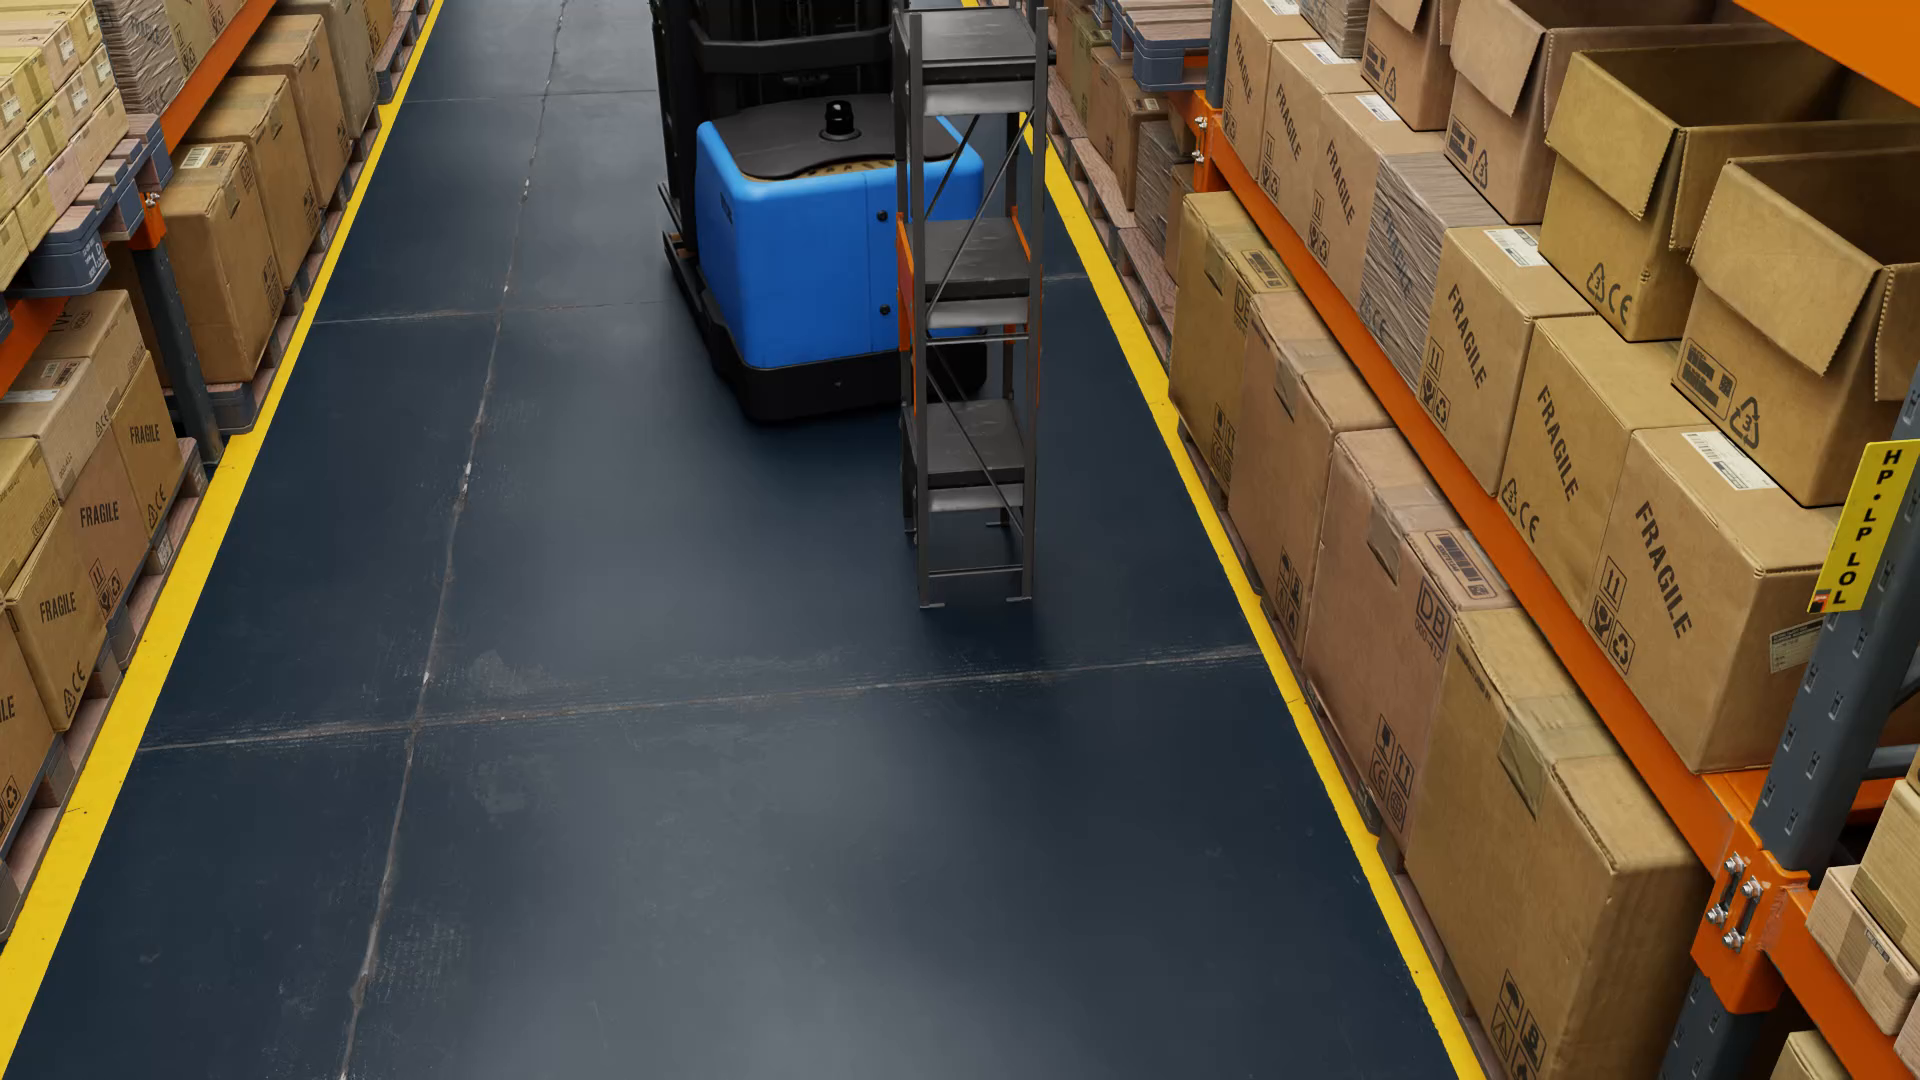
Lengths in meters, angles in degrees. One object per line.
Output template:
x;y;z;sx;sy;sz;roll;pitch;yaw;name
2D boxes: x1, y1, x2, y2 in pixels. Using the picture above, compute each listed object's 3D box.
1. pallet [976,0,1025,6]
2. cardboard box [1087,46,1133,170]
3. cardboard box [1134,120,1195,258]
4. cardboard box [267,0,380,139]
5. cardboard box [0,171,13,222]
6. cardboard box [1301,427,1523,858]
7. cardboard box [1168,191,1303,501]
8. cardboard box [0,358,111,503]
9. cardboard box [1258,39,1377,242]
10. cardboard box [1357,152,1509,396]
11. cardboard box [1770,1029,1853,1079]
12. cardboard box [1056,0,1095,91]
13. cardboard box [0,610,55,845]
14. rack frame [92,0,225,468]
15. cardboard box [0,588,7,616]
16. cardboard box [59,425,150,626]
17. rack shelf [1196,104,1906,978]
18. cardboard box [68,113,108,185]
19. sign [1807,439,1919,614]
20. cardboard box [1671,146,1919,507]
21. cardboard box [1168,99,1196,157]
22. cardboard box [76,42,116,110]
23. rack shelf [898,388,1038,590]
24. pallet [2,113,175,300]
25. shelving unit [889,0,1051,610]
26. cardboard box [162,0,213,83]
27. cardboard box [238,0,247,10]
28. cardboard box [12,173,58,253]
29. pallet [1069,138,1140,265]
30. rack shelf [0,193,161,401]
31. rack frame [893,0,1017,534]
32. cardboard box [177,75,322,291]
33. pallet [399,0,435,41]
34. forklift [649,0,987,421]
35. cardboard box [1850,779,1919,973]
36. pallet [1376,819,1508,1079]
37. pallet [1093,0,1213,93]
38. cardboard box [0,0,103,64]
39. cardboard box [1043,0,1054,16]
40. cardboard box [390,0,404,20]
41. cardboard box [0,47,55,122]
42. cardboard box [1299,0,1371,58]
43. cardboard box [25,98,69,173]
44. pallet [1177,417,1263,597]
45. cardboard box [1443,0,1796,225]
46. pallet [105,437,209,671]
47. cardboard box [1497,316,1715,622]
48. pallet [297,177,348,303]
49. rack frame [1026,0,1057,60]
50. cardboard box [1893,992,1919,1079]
0.613;-3.985;11.910;1.003;0.211;1.213;-4;35;-6;pallet
1.088;-2.307;8.801;0.700;0.500;0.500;-7;35;-10;cardboard box
1.247;-1.680;7.881;0.700;0.500;0.500;-7;35;-10;cardboard box
-3.850;-2.668;9.126;1.050;0.750;0.750;-5;35;-7;cardboard box
-2.827;-0.908;4.505;0.380;0.149;0.250;-5;35;-7;cardboard box
1.755;0.232;4.760;1.225;0.875;0.875;-6;35;-8;cardboard box
1.516;-0.759;6.214;1.225;0.875;0.875;-6;35;-9;cardboard box
-3.054;-0.339;5.264;0.500;0.250;0.500;-4;34;-6;cardboard box
1.311;-1.312;5.423;0.500;0.500;0.500;-5;35;-8;cardboard box
1.449;-0.747;4.594;0.500;0.500;0.500;-4;35;-6;cardboard box
1.991;1.461;2.957;0.875;0.875;0.875;-4;35;-6;cardboard box
0.967;-2.887;9.652;0.700;0.500;0.500;-7;35;-10;cardboard box
-2.940;0.542;4.639;0.500;0.500;0.500;-4;34;-6;cardboard box
-3.484;-1.531;5.833;1.000;3.000;0.127;-4;35;-6;rack frame
-2.922;0.236;4.421;0.500;0.250;0.500;-3;34;-5;cardboard box
-3.071;-0.034;5.483;0.500;0.500;0.500;-3;34;-4;cardboard box
1.713;-0.437;4.867;1.077;0.370;4.000;-4;35;-6;rack shelf
-2.931;-1.222;5.229;0.380;0.149;0.250;-4;35;-7;cardboard box
1.446;-0.017;2.654;0.100;0.325;0.005;-4;35;-6;sign
1.888;-0.430;3.238;0.797;0.503;0.637;-5;35;-8;cardboard box
1.243;-1.976;7.649;0.500;0.250;0.500;-1;34;-1;cardboard box
-2.967;-1.483;5.348;0.380;0.149;0.250;-4;34;-5;cardboard box
0.022;-0.186;5.925;0.431;0.518;0.480;-4;35;-6;rack shelf
-3.283;-1.062;5.315;1.213;0.211;1.003;-4;35;-6;pallet
0.022;-0.775;5.523;0.431;2.100;0.503;-4;35;-6;shelving unit
-3.349;-2.127;6.619;0.500;0.500;0.500;-5;35;-7;cardboard box
-3.481;-2.687;7.440;0.500;0.500;0.500;-5;35;-7;cardboard box
-2.866;-0.939;4.814;0.380;0.149;0.250;-5;35;-7;cardboard box
1.180;-1.814;8.724;1.003;0.211;1.213;-4;35;-6;pallet
-3.215;-0.118;4.398;1.077;0.370;4.000;-4;35;-6;rack shelf
-0.011;-0.911;5.723;0.400;2.100;0.015;-4;35;-6;rack frame
-3.598;-1.609;7.573;1.050;0.750;0.750;-4;34;-6;cardboard box
-4.215;-3.723;11.526;1.003;0.211;1.213;-4;35;-6;pallet
-0.831;-2.527;7.355;1.130;2.935;3.031;-11;36;-15;forklift
1.786;0.603;2.571;0.500;0.250;0.500;-5;35;-7;cardboard box
1.804;1.109;4.435;1.003;0.211;1.213;-4;35;-6;pallet
1.243;-2.161;6.927;1.213;0.211;1.003;-4;35;-6;pallet
-2.964;-1.608;5.268;0.380;0.149;0.250;-6;35;-8;cardboard box
0.807;-3.768;10.963;0.500;0.500;0.500;6;35;9;cardboard box
-4.163;-3.918;10.849;0.875;0.875;0.875;-4;34;-6;cardboard box
-2.897;-1.321;4.847;0.380;0.149;0.250;-3;34;-5;cardboard box
1.526;-1.897;5.390;0.797;0.503;0.637;-3;34;-5;cardboard box
-2.891;-1.187;4.914;0.380;0.149;0.250;-4;34;-5;cardboard box
1.475;-0.252;6.433;1.003;0.211;1.213;-4;35;-6;pallet
1.708;-1.159;4.308;0.797;0.503;0.637;-3;34;-5;cardboard box
-3.381;0.057;5.978;1.003;0.211;1.213;-4;35;-6;pallet
1.589;-0.177;3.757;0.500;0.500;0.500;-3;34;-5;cardboard box
-3.677;-1.504;8.269;1.003;0.211;1.213;-4;35;-6;pallet
0.906;-4.083;9.577;1.000;3.000;0.127;-4;35;-6;rack frame
1.728;0.822;2.603;0.380;0.149;0.250;-5;35;-8;cardboard box
